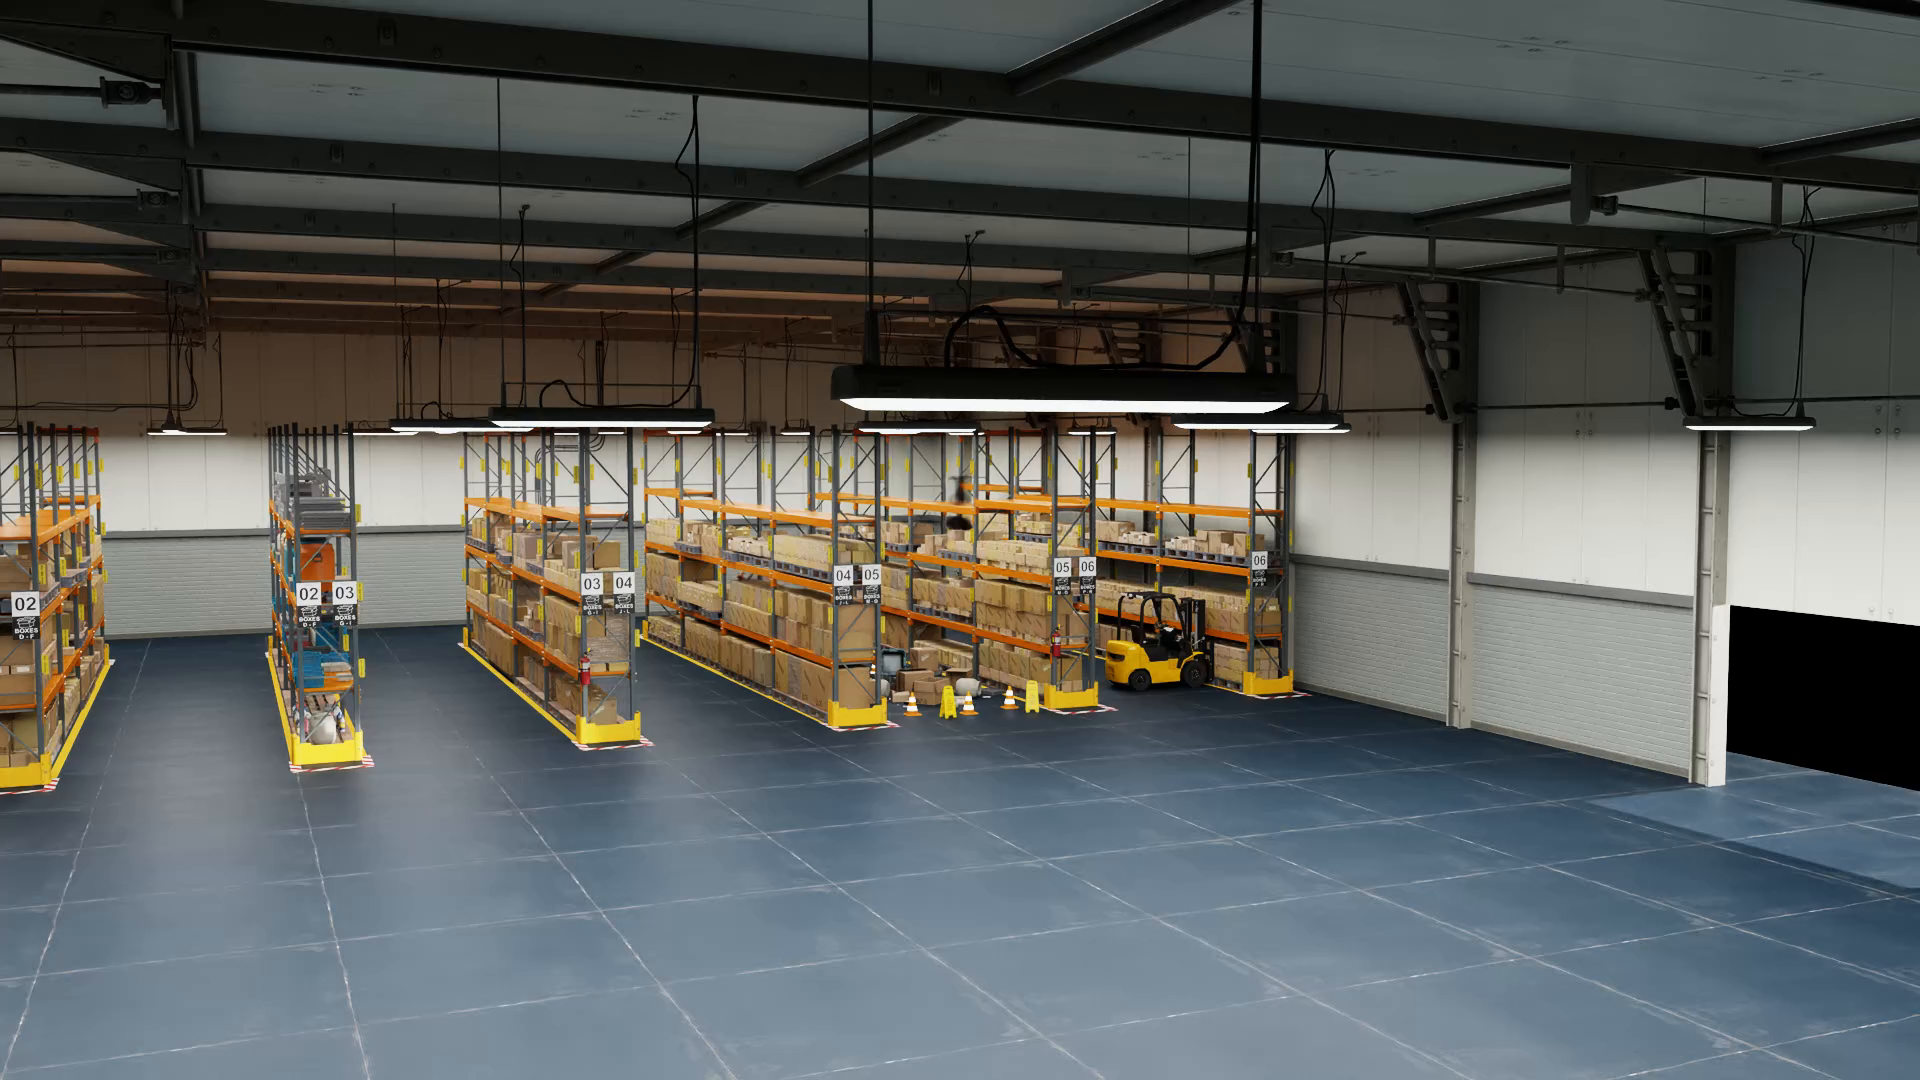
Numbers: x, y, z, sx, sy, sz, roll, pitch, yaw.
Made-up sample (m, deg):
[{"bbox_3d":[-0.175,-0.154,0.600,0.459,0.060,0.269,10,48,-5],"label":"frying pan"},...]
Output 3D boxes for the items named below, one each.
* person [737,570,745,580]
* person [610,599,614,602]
[{"bbox_3d":[-6.730,1.776,50.752,0.726,1.760,0.635,-3,5,-42],"label":"person"},{"bbox_3d":[-9.309,2.156,45.205,0.592,1.635,0.621,-1,4,-15],"label":"person"}]
